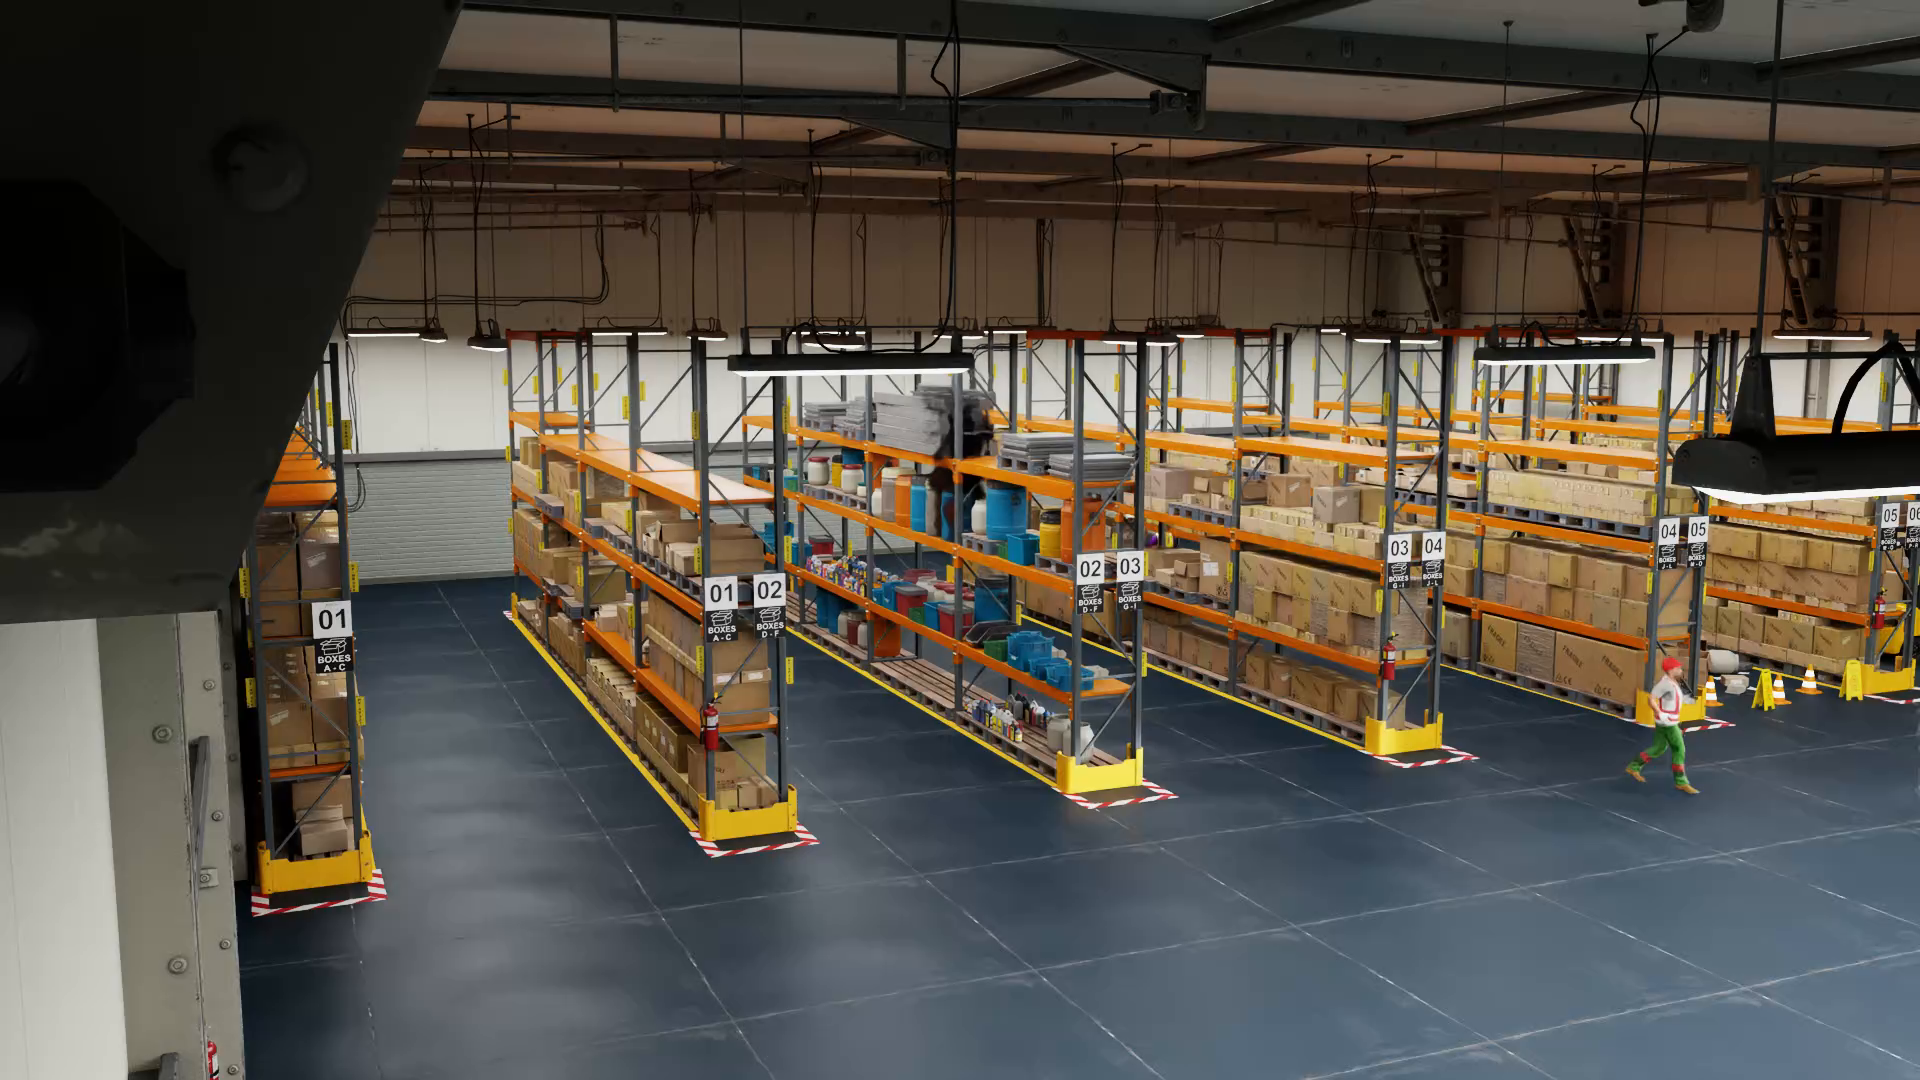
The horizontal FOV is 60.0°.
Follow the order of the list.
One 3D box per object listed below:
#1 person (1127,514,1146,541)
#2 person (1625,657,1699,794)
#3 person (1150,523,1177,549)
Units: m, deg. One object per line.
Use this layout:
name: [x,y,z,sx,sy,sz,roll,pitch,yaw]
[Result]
person: [3.930,0.279,38.149,0.682,1.823,0.762,-2,8,-15]
person: [9.375,2.439,22.127,0.928,1.805,0.633,3,8,18]
person: [4.525,0.446,37.048,0.707,1.757,0.803,-3,8,-22]
